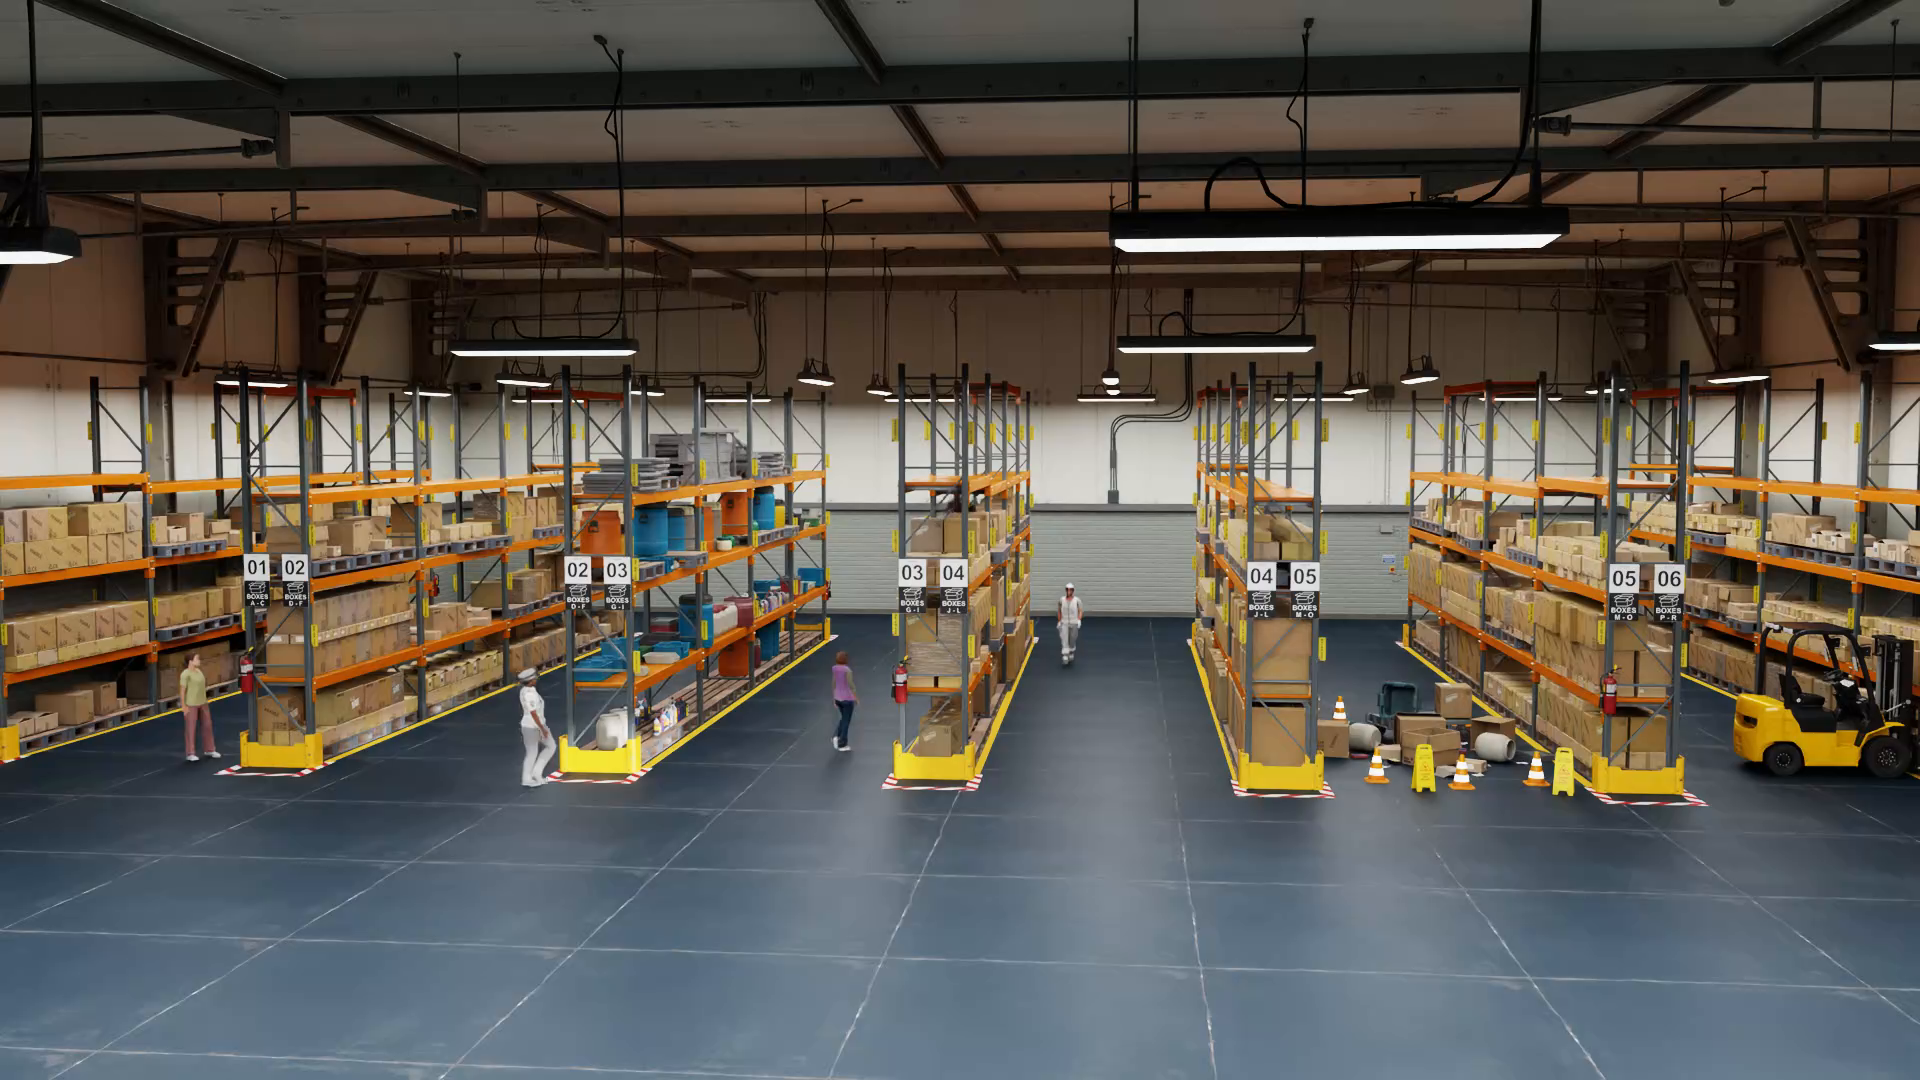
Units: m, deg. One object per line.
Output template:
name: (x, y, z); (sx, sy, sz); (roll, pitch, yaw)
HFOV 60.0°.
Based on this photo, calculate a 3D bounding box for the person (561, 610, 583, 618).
person: (-10.299, 1.267, 44.377); (0.854, 1.741, 0.599); (4, 5, 45)

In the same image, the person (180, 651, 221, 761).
person: (-11.708, 2.542, 25.533); (0.360, 1.692, 0.580); (2, 4, 25)

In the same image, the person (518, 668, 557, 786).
person: (-5.990, 2.652, 23.450); (0.475, 1.693, 0.467); (1, 4, 9)

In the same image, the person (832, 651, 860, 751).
person: (-1.793, 2.522, 26.109); (0.432, 1.578, 0.387); (3, 5, 41)

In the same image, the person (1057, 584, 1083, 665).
person: (2.367, 1.811, 35.792); (0.557, 1.727, 1.014); (0, 4, 2)
